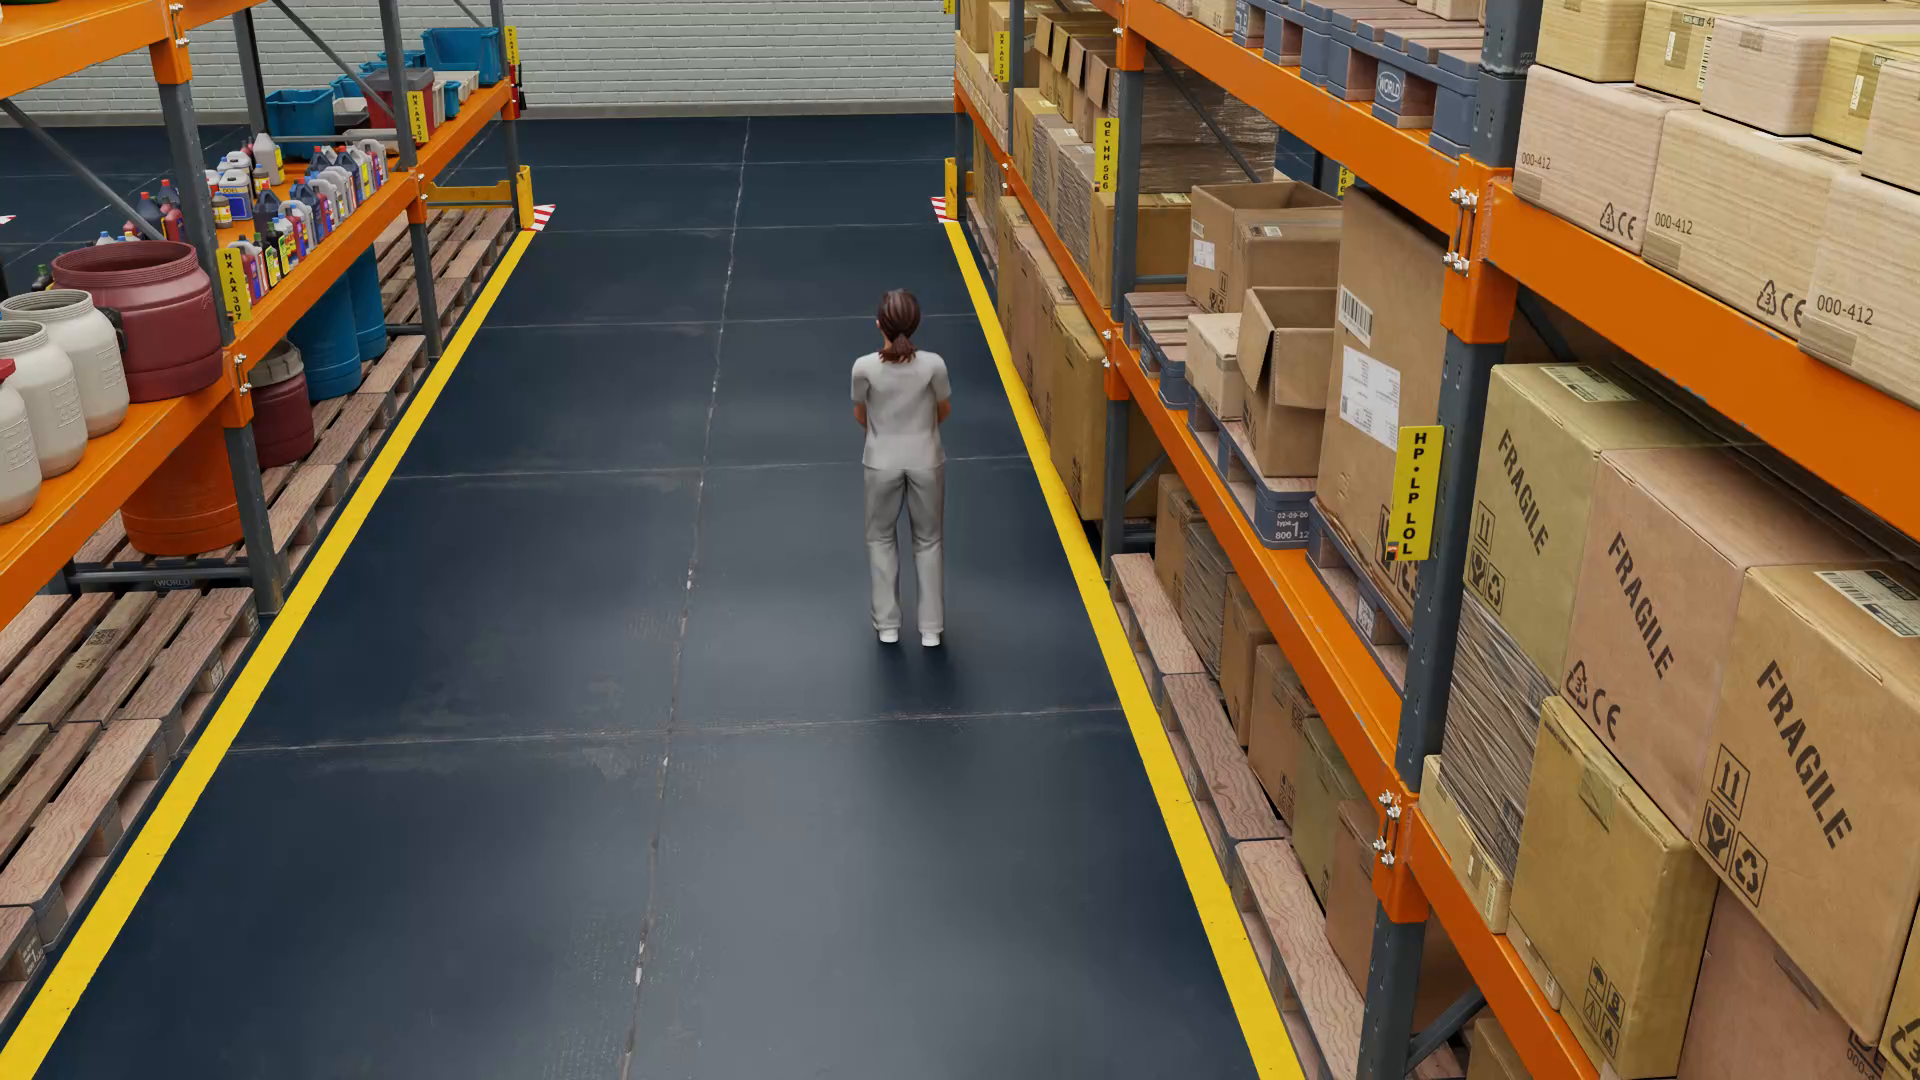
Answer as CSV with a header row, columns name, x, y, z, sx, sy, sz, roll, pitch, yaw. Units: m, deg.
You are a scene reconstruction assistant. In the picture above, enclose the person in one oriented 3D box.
name,x,y,z,sx,sy,sz,roll,pitch,yaw
person,-0.258,-0.328,7.385,0.436,1.644,0.550,-2,24,-4
